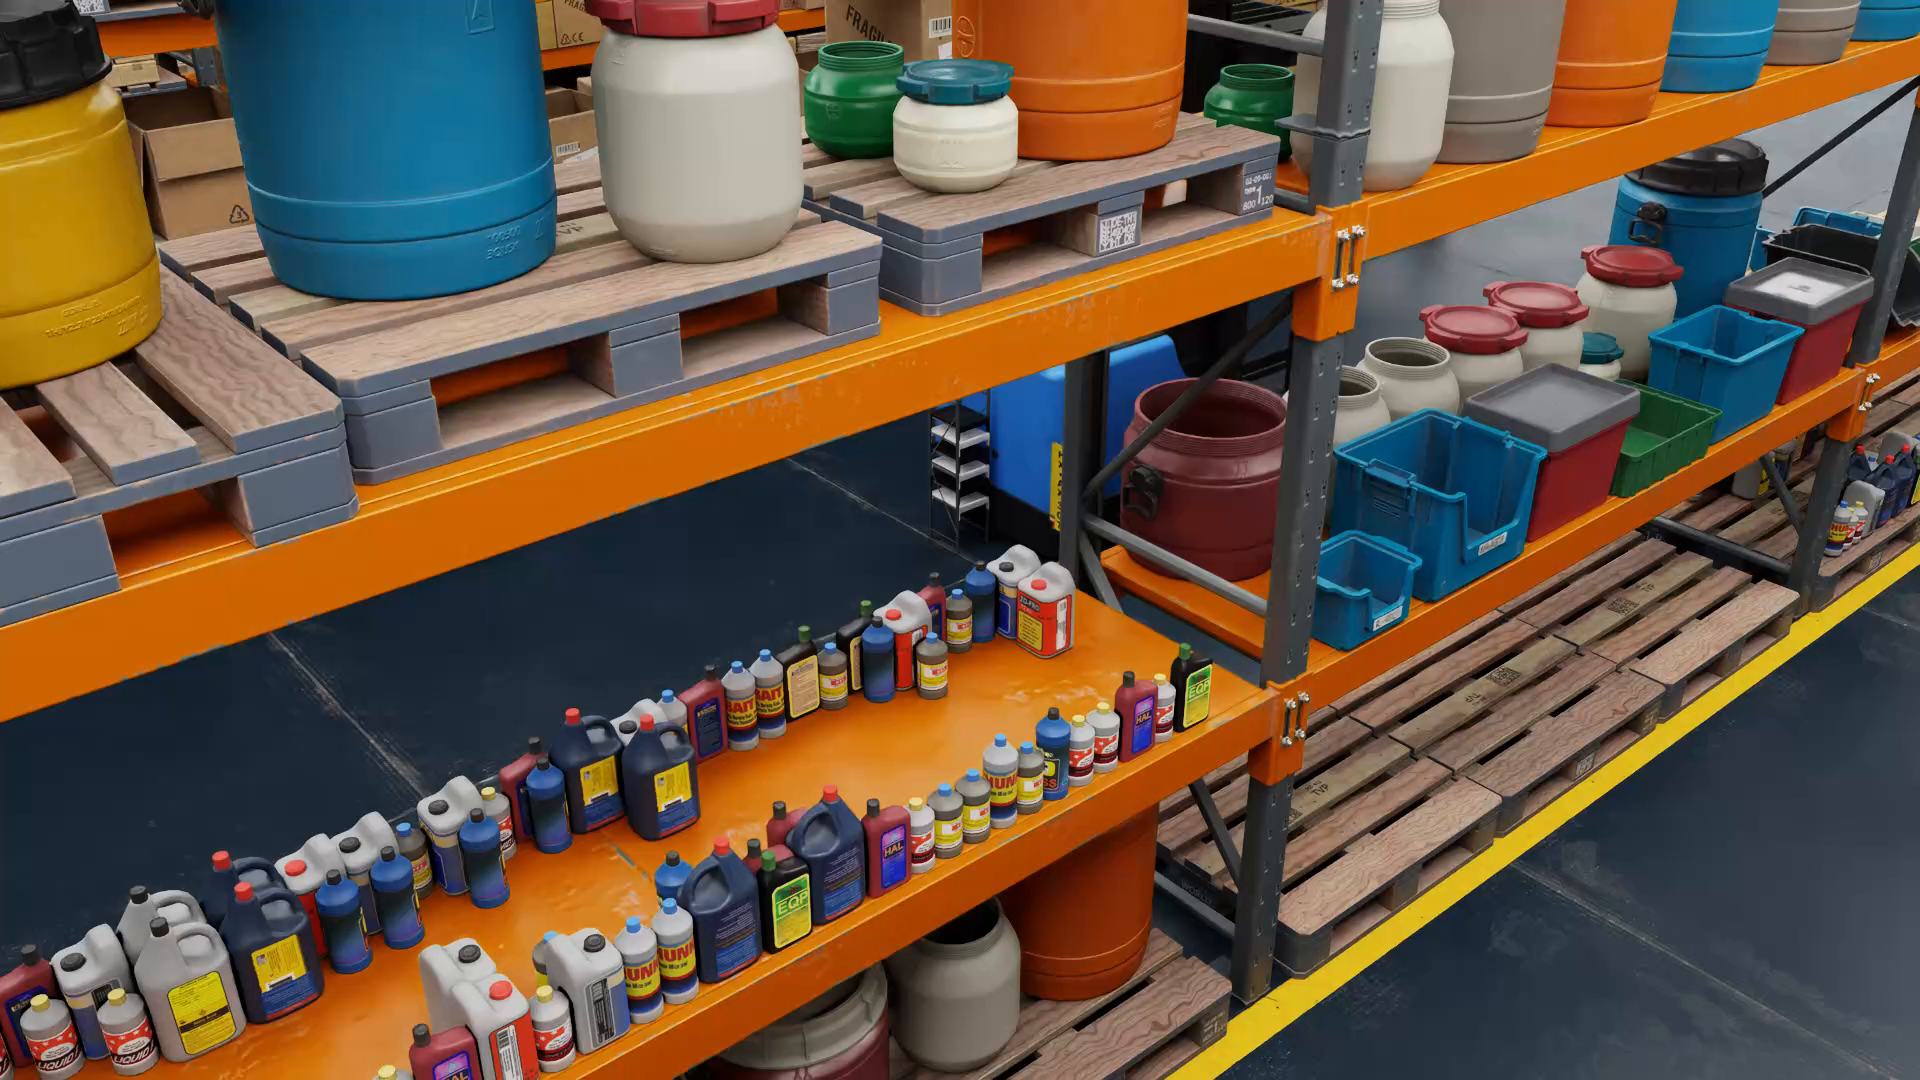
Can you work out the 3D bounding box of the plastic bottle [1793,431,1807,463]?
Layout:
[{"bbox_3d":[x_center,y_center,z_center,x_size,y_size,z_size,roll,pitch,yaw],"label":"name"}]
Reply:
[{"bbox_3d":[4.534,-0.556,9.024,0.133,0.283,0.061,-22,35,-35],"label":"plastic bottle"}]

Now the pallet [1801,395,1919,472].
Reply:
[{"bbox_3d":[5.220,-0.467,9.400,1.213,0.211,1.003,-22,35,-35],"label":"pallet"}]

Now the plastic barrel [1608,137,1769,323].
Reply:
[{"bbox_3d":[3.263,-1.343,7.549,0.708,0.901,0.600,-22,35,-35],"label":"plastic barrel"}]

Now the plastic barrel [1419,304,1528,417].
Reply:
[{"bbox_3d":[1.996,-0.620,6.584,0.433,0.535,0.433,0,28,0],"label":"plastic barrel"}]

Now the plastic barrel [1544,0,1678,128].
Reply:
[{"bbox_3d":[1.974,-1.794,5.285,0.708,0.830,0.600,-22,35,-35],"label":"plastic barrel"}]

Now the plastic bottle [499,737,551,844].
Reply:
[{"bbox_3d":[-1.156,0.666,4.446,0.133,0.283,0.061,-22,35,-35],"label":"plastic bottle"}]

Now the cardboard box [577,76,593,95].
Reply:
[{"bbox_3d":[-1.760,-2.299,9.318,0.500,0.500,0.700,-16,32,-28],"label":"cardboard box"}]

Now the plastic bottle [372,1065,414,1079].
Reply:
[{"bbox_3d":[-1.201,1.201,3.530,0.097,0.201,0.097,0,28,0],"label":"plastic bottle"}]

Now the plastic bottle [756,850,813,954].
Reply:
[{"bbox_3d":[-0.432,0.867,4.068,0.133,0.283,0.061,-22,35,-35],"label":"plastic bottle"}]

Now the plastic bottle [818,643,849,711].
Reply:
[{"bbox_3d":[-0.388,0.404,5.022,0.097,0.201,0.097,0,28,0],"label":"plastic bottle"}]

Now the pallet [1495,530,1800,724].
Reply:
[{"bbox_3d":[3.181,0.353,7.866,1.213,0.211,1.003,-22,35,-35],"label":"pallet"}]

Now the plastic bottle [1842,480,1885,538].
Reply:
[{"bbox_3d":[4.509,-0.173,8.315,0.135,0.276,0.152,-20,34,-33],"label":"plastic bottle"}]

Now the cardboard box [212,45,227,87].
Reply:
[{"bbox_3d":[-5.130,-3.578,12.156,0.500,0.500,0.500,-21,35,-34],"label":"cardboard box"}]

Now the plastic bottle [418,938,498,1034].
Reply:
[{"bbox_3d":[-1.127,1.028,3.776,0.135,0.276,0.152,-22,35,-35],"label":"plastic bottle"}]

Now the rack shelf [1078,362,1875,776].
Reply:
[{"bbox_3d":[2.232,-0.202,6.709,4.000,0.370,1.077,-22,35,-35],"label":"rack shelf"}]

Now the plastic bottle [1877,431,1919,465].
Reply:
[{"bbox_3d":[4.989,-0.456,8.843,0.135,0.276,0.152,-22,35,-35],"label":"plastic bottle"}]

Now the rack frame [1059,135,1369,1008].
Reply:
[{"bbox_3d":[0.710,0.092,5.395,0.127,3.000,1.000,-22,35,-35],"label":"rack frame"}]

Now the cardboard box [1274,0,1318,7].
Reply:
[{"bbox_3d":[2.179,-4.033,11.632,0.500,0.500,0.500,-22,35,-35],"label":"cardboard box"}]

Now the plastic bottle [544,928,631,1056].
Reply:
[{"bbox_3d":[-0.852,1.011,3.806,0.135,0.276,0.152,-22,35,-35],"label":"plastic bottle"}]

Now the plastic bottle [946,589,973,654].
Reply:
[{"bbox_3d":[-0.009,0.252,5.307,0.097,0.201,0.097,0,28,0],"label":"plastic bottle"}]

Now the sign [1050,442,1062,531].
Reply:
[{"bbox_3d":[0.348,-0.175,5.721,0.005,0.325,0.100,-22,35,-35],"label":"sign"}]

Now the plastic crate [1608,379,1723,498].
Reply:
[{"bbox_3d":[2.612,-0.404,6.548,0.662,0.188,0.450,-22,35,-35],"label":"plastic crate"}]

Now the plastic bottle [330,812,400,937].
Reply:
[{"bbox_3d":[-1.479,0.827,4.152,0.135,0.276,0.152,-22,35,-35],"label":"plastic bottle"}]

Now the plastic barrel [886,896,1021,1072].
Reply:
[{"bbox_3d":[-0.022,1.365,5.208,0.421,0.512,0.421,0,28,0],"label":"plastic barrel"}]

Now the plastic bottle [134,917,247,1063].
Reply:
[{"bbox_3d":[-1.752,0.991,3.766,0.185,0.351,0.144,-22,35,-35],"label":"plastic bottle"}]

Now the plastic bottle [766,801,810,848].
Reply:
[{"bbox_3d":[-0.424,0.775,4.241,0.133,0.283,0.061,-22,35,-35],"label":"plastic bottle"}]

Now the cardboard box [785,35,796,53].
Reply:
[{"bbox_3d":[-2.080,-4.132,15.108,0.875,0.875,0.875,-21,35,-34],"label":"cardboard box"}]

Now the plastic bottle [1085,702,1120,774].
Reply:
[{"bbox_3d":[0.404,0.556,4.738,0.097,0.201,0.097,0,28,0],"label":"plastic bottle"}]

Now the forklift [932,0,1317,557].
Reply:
[{"bbox_3d":[1.308,-1.766,8.945,3.031,2.935,1.130,-21,35,-34],"label":"forklift"}]

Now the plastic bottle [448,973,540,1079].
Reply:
[{"bbox_3d":[-1.029,1.082,3.674,0.135,0.276,0.152,-22,35,-35],"label":"plastic bottle"}]

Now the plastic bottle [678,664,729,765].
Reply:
[{"bbox_3d":[-0.737,0.497,4.761,0.133,0.283,0.061,-22,35,-35],"label":"plastic bottle"}]

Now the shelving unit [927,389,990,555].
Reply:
[{"bbox_3d":[-0.006,-0.394,8.533,0.210,0.900,0.258,-22,35,-35],"label":"shelving unit"}]

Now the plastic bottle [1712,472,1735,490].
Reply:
[{"bbox_3d":[4.056,-0.457,8.767,0.185,0.351,0.144,-23,36,-36],"label":"plastic bottle"}]

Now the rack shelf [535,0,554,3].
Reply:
[{"bbox_3d":[-0.983,-3.301,9.325,4.000,0.370,1.077,-22,35,-35],"label":"rack shelf"}]

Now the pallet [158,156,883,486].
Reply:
[{"bbox_3d":[-0.939,-0.547,3.608,1.213,0.211,1.003,-22,35,-35],"label":"pallet"}]

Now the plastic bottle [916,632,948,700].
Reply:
[{"bbox_3d":[-0.085,0.377,5.073,0.097,0.201,0.097,0,28,0],"label":"plastic bottle"}]

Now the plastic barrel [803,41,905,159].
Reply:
[{"bbox_3d":[-0.245,-1.106,4.173,0.294,0.245,0.294,0,28,0],"label":"plastic barrel"}]

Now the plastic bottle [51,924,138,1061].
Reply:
[{"bbox_3d":[-1.965,1.022,3.786,0.135,0.276,0.152,-22,35,-35],"label":"plastic bottle"}]

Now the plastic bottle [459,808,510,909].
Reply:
[{"bbox_3d":[-1.207,0.797,4.212,0.097,0.271,0.097,0,28,0],"label":"plastic bottle"}]

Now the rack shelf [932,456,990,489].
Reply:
[{"bbox_3d":[-0.006,-0.365,8.549,0.200,0.077,0.258,-22,35,-35],"label":"rack shelf"}]

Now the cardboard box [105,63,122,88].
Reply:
[{"bbox_3d":[-5.914,-3.176,11.332,0.250,0.149,0.380,-22,35,-35],"label":"cardboard box"}]

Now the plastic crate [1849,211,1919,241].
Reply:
[{"bbox_3d":[4.824,-1.603,8.846,0.437,0.136,0.530,-22,35,-35],"label":"plastic crate"}]

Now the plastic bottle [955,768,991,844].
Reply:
[{"bbox_3d":[0.034,0.705,4.459,0.097,0.201,0.097,0,28,0],"label":"plastic bottle"}]

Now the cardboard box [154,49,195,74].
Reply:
[{"bbox_3d":[-7.944,-4.661,16.632,0.625,0.372,0.950,-23,36,-36],"label":"cardboard box"}]

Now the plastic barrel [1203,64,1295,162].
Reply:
[{"bbox_3d":[0.865,-1.256,4.900,0.294,0.245,0.294,0,28,0],"label":"plastic barrel"}]

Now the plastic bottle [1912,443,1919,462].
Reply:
[{"bbox_3d":[5.104,-0.443,8.740,0.185,0.351,0.144,-22,35,-35],"label":"plastic bottle"}]

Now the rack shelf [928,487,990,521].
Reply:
[{"bbox_3d":[-0.006,-0.206,8.634,0.200,0.077,0.258,-22,35,-35],"label":"rack shelf"}]
